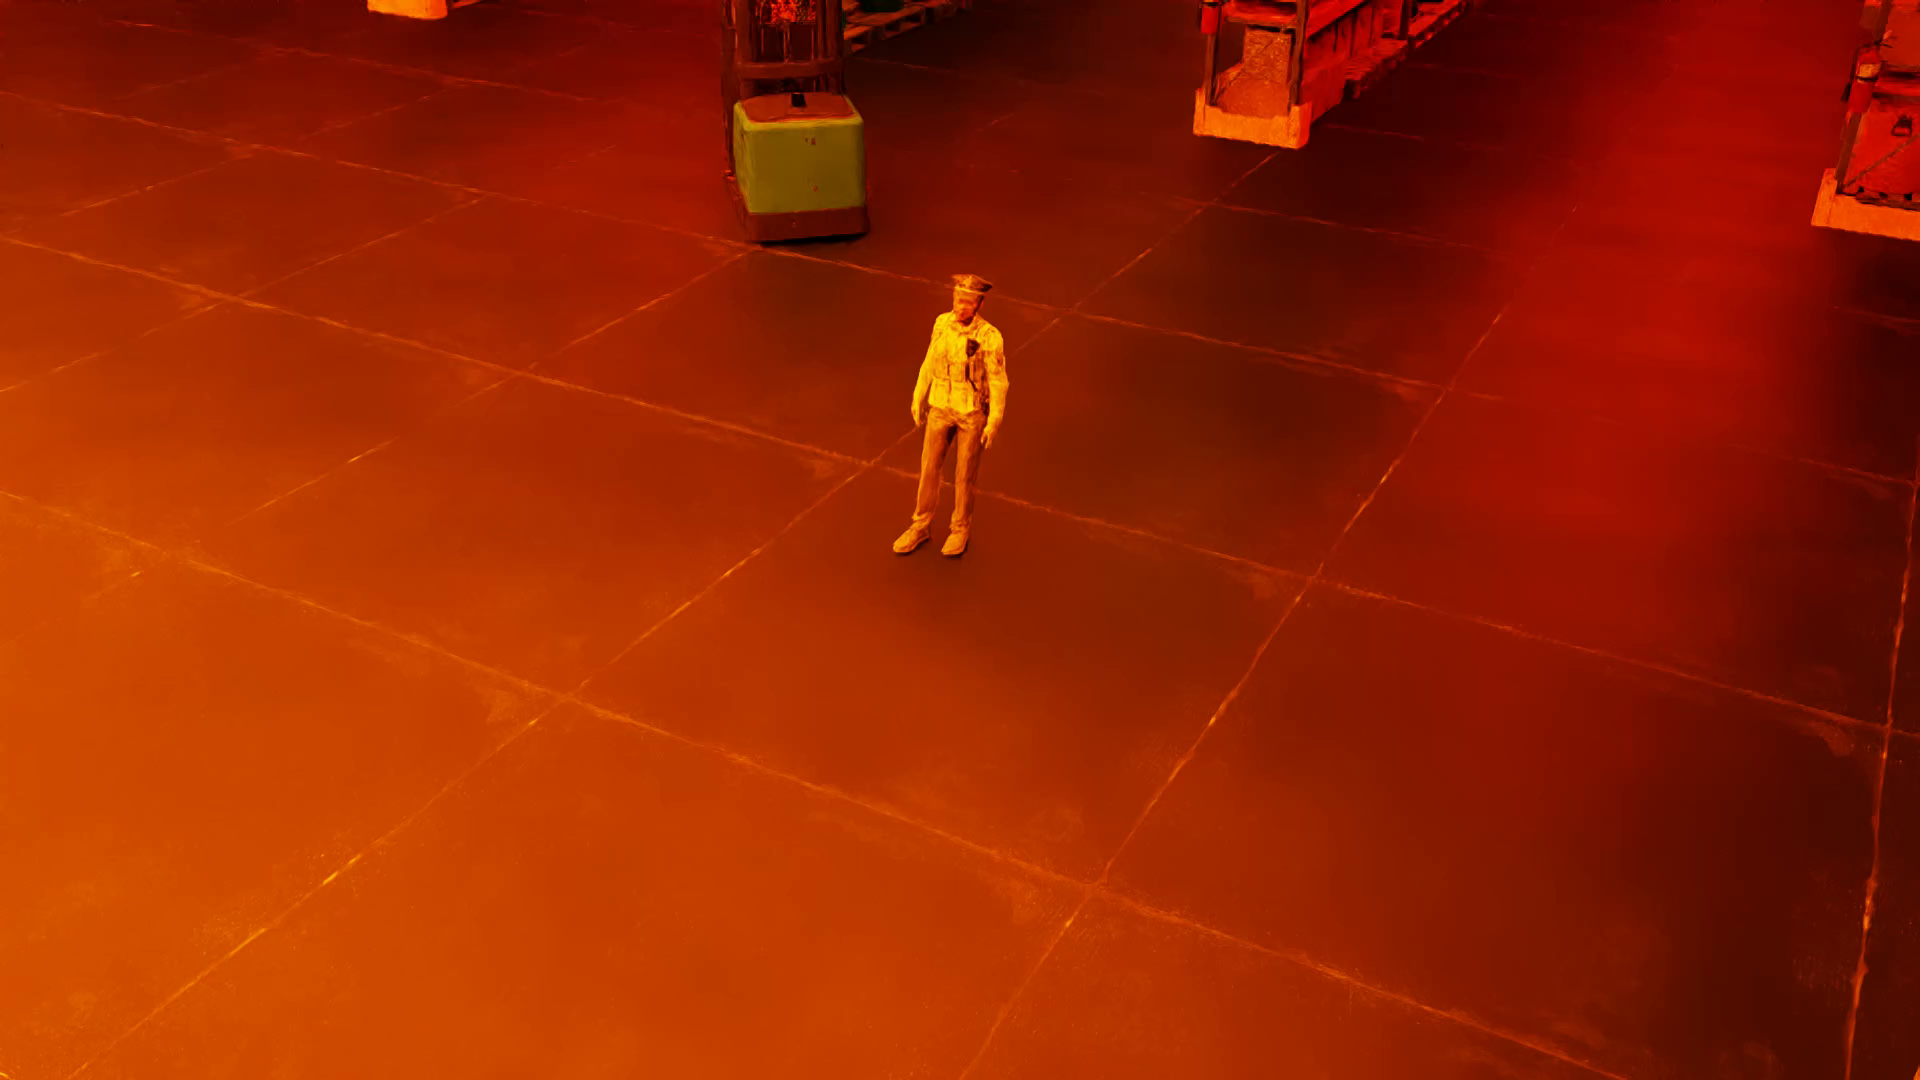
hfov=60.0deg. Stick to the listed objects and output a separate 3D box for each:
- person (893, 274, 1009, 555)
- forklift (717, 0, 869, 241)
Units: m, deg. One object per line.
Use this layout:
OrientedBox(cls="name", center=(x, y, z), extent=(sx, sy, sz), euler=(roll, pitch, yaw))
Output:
OrientedBox(cls="person", center=(-0.039, -0.712, 9.527), extent=(0.586, 1.695, 0.533), euler=(15, 33, 25))
OrientedBox(cls="forklift", center=(-1.642, -4.569, 14.988), extent=(1.130, 2.935, 3.031), euler=(-7, 31, -12))
